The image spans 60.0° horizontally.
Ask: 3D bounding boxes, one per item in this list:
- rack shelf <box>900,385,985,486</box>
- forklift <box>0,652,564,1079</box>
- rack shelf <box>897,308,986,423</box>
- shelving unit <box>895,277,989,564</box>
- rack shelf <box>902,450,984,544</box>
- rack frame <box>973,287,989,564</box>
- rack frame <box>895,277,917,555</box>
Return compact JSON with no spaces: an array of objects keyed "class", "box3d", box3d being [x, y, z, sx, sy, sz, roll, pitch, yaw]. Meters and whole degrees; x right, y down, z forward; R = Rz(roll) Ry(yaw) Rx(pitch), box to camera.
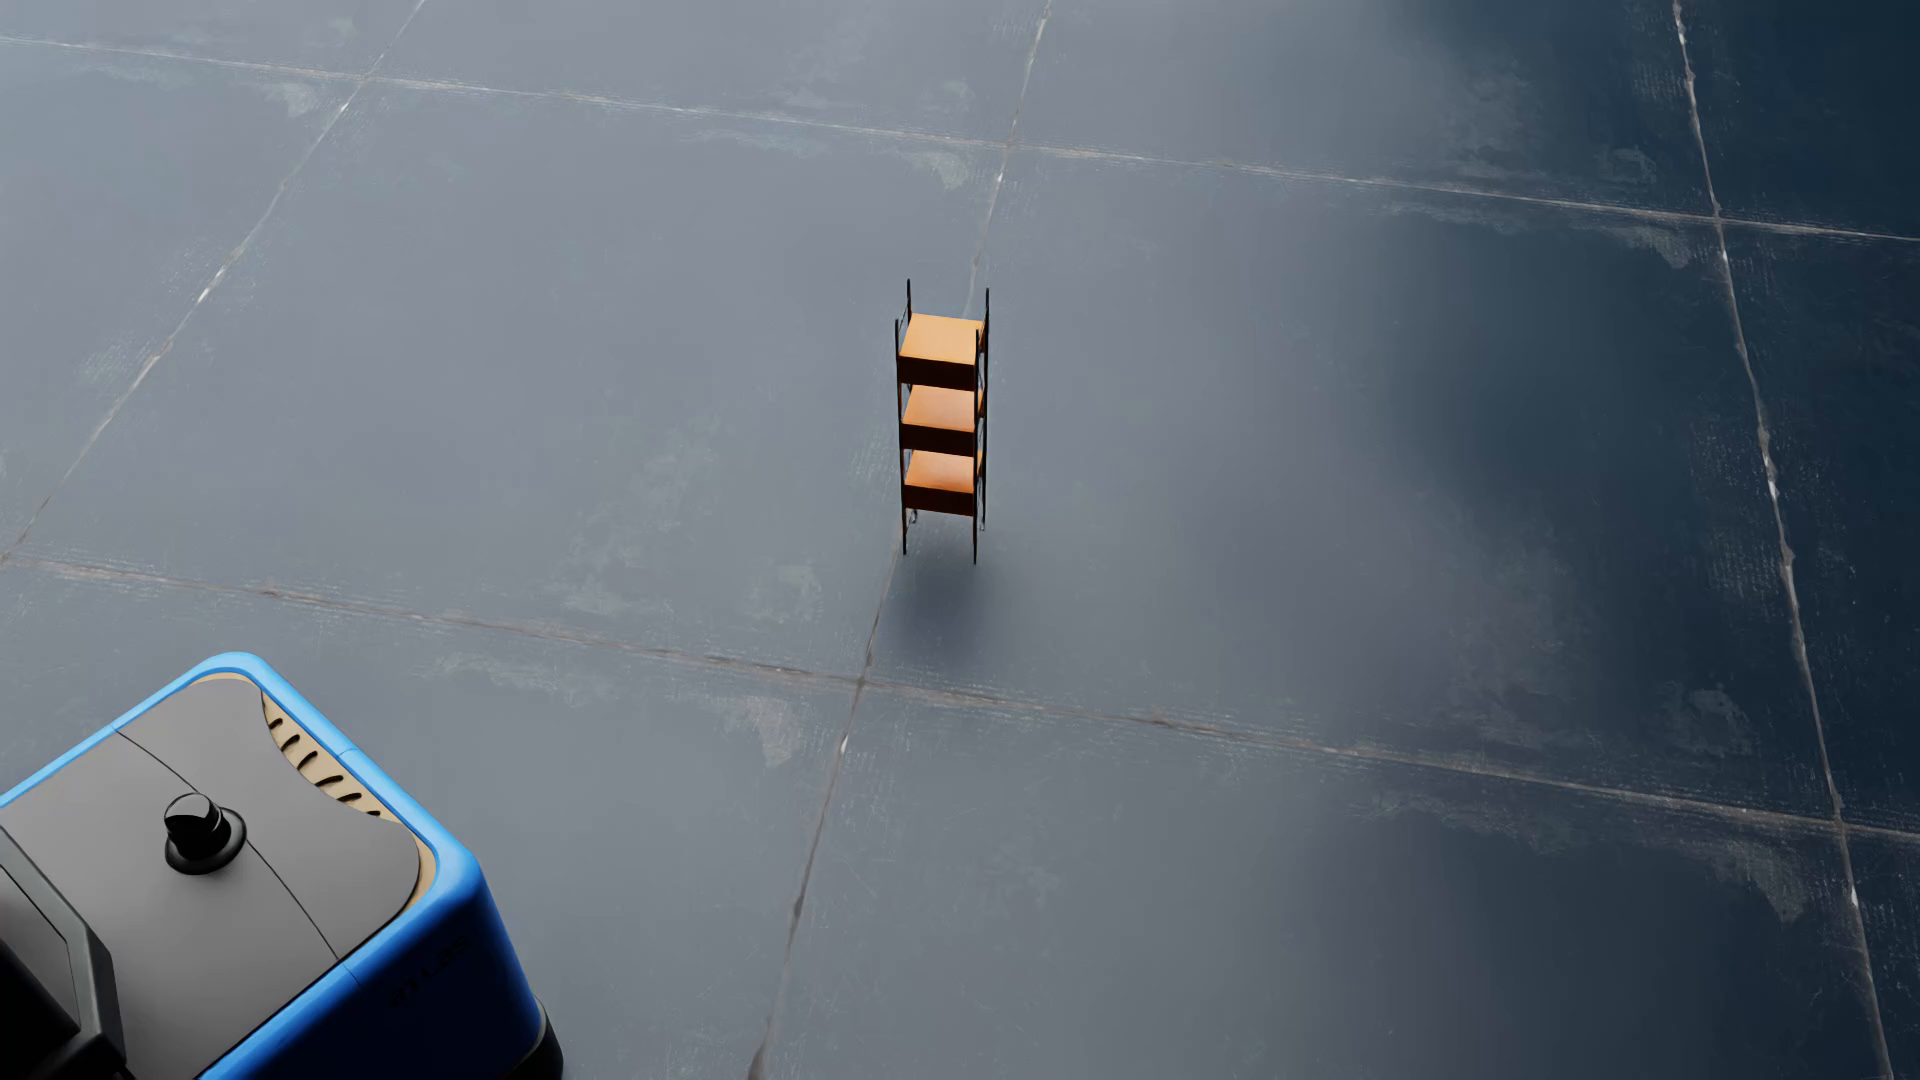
[{"class":"rack shelf","box3d":[-0.053,-0.351,5.374,0.240,0.259,0.215,8,49,7]},{"class":"forklift","box3d":[-2.400,1.046,2.839,1.130,2.935,3.031,33,56,26]},{"class":"rack shelf","box3d":[-0.053,-0.541,5.163,0.240,0.259,0.215,8,49,7]},{"class":"shelving unit","box3d":[-0.053,-0.358,5.366,0.252,1.050,0.215,8,49,7]},{"class":"rack shelf","box3d":[-0.053,-0.165,5.580,0.240,0.259,0.215,8,49,7]},{"class":"rack frame","box3d":[0.067,-0.342,5.351,0.008,1.050,0.200,8,49,7]},{"class":"rack frame","box3d":[-0.173,-0.374,5.380,0.008,1.050,0.200,8,49,7]}]
